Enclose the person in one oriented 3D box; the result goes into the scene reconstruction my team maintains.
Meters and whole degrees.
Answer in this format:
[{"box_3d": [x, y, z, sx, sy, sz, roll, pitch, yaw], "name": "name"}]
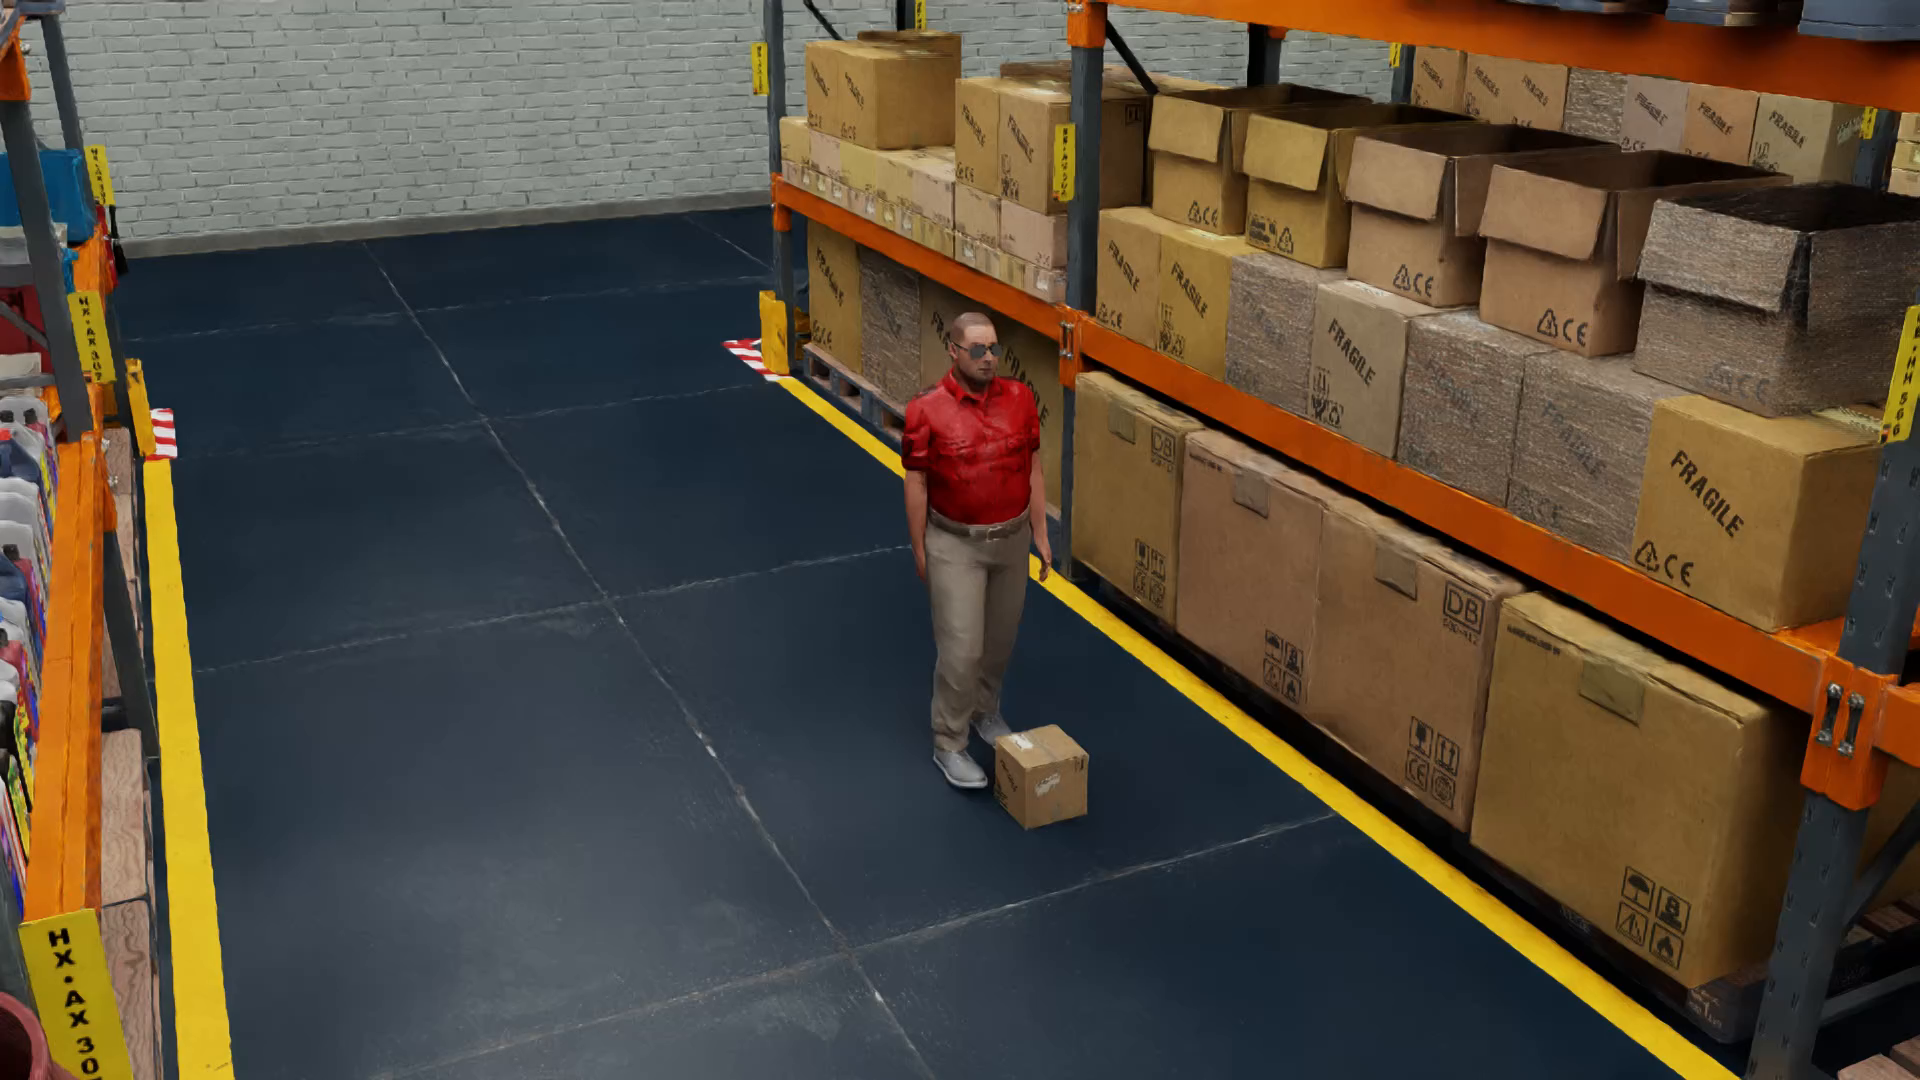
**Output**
[{"box_3d": [0.085, 0.036, 6.075, 0.535, 1.734, 0.566, -11, 24, -25], "name": "person"}]
